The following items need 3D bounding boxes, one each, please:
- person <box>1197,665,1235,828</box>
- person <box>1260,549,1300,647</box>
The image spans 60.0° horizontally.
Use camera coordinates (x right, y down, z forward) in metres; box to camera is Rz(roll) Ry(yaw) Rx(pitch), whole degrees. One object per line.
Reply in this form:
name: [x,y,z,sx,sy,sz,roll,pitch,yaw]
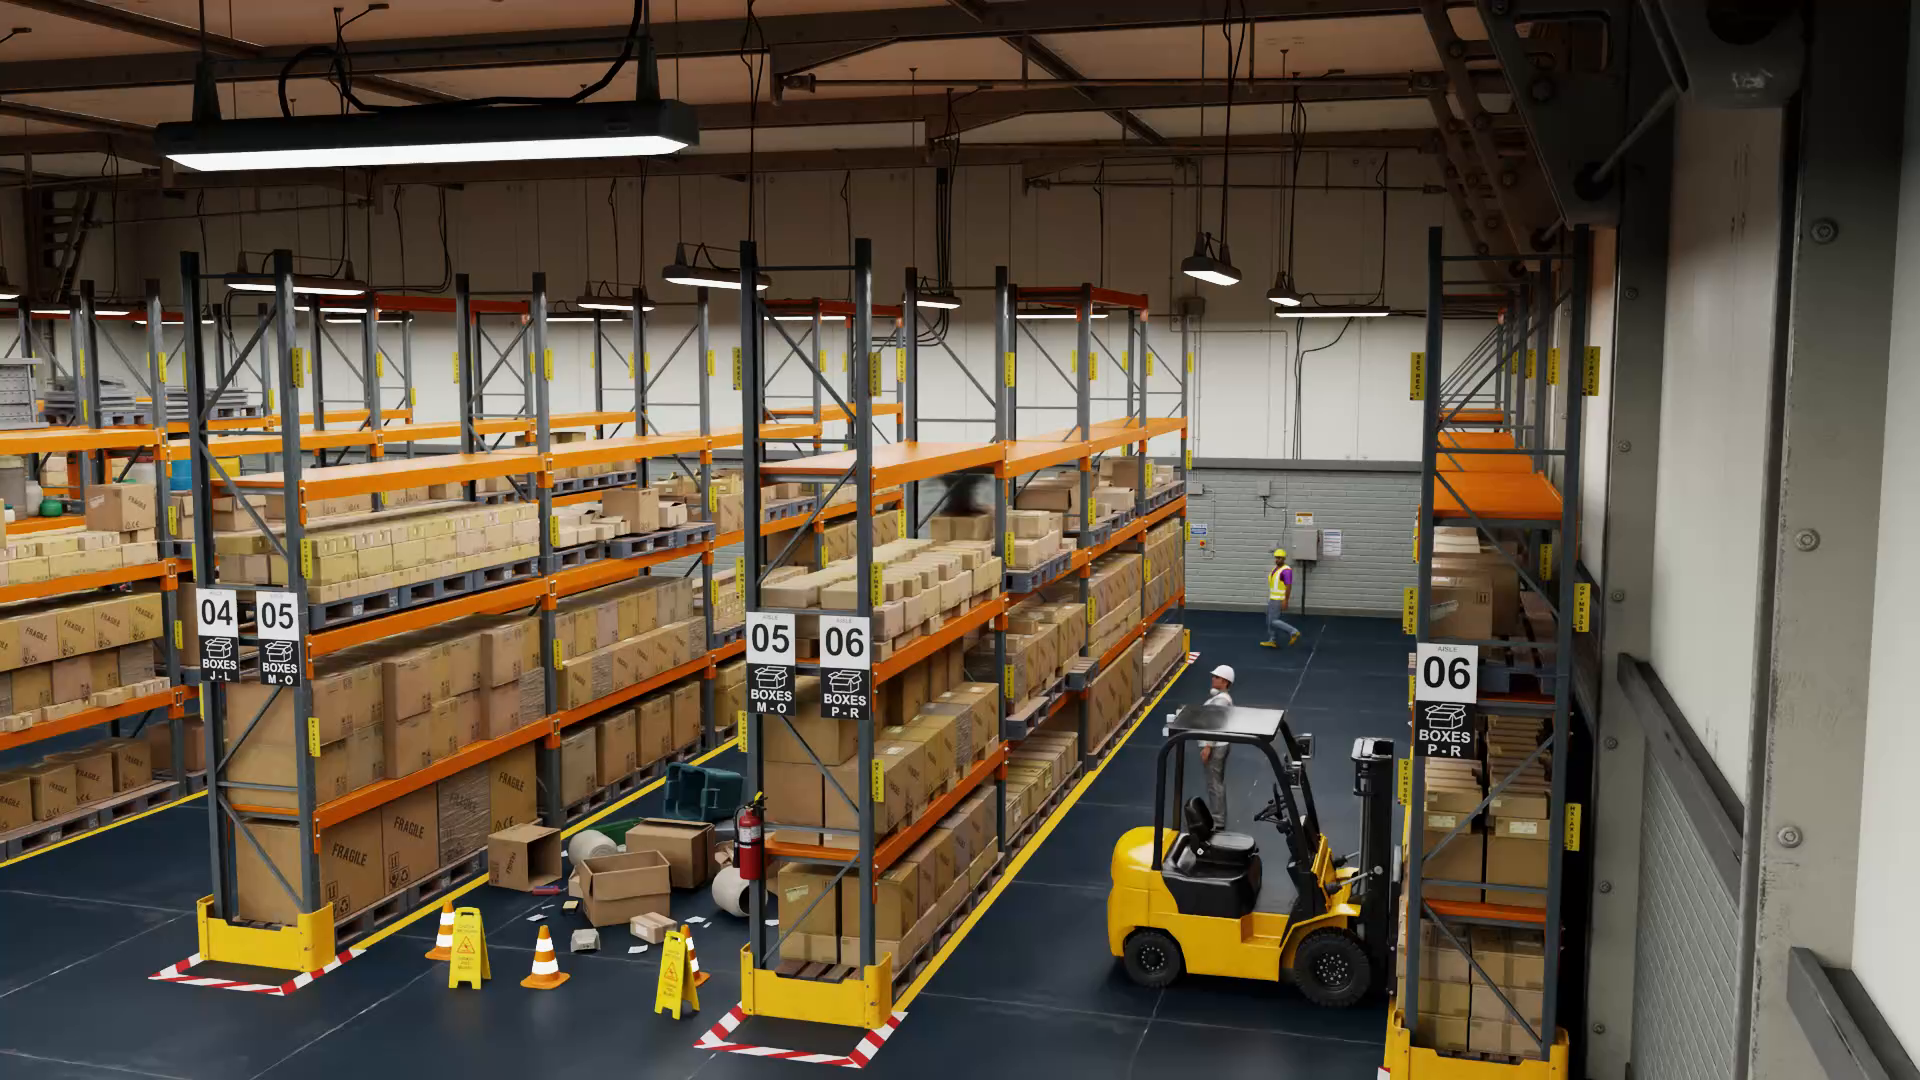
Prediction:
person: [2.794,2.256,18.219,0.391,1.762,0.603,3,7,25]
person: [5.634,1.027,29.186,0.702,1.739,0.543,1,7,13]
